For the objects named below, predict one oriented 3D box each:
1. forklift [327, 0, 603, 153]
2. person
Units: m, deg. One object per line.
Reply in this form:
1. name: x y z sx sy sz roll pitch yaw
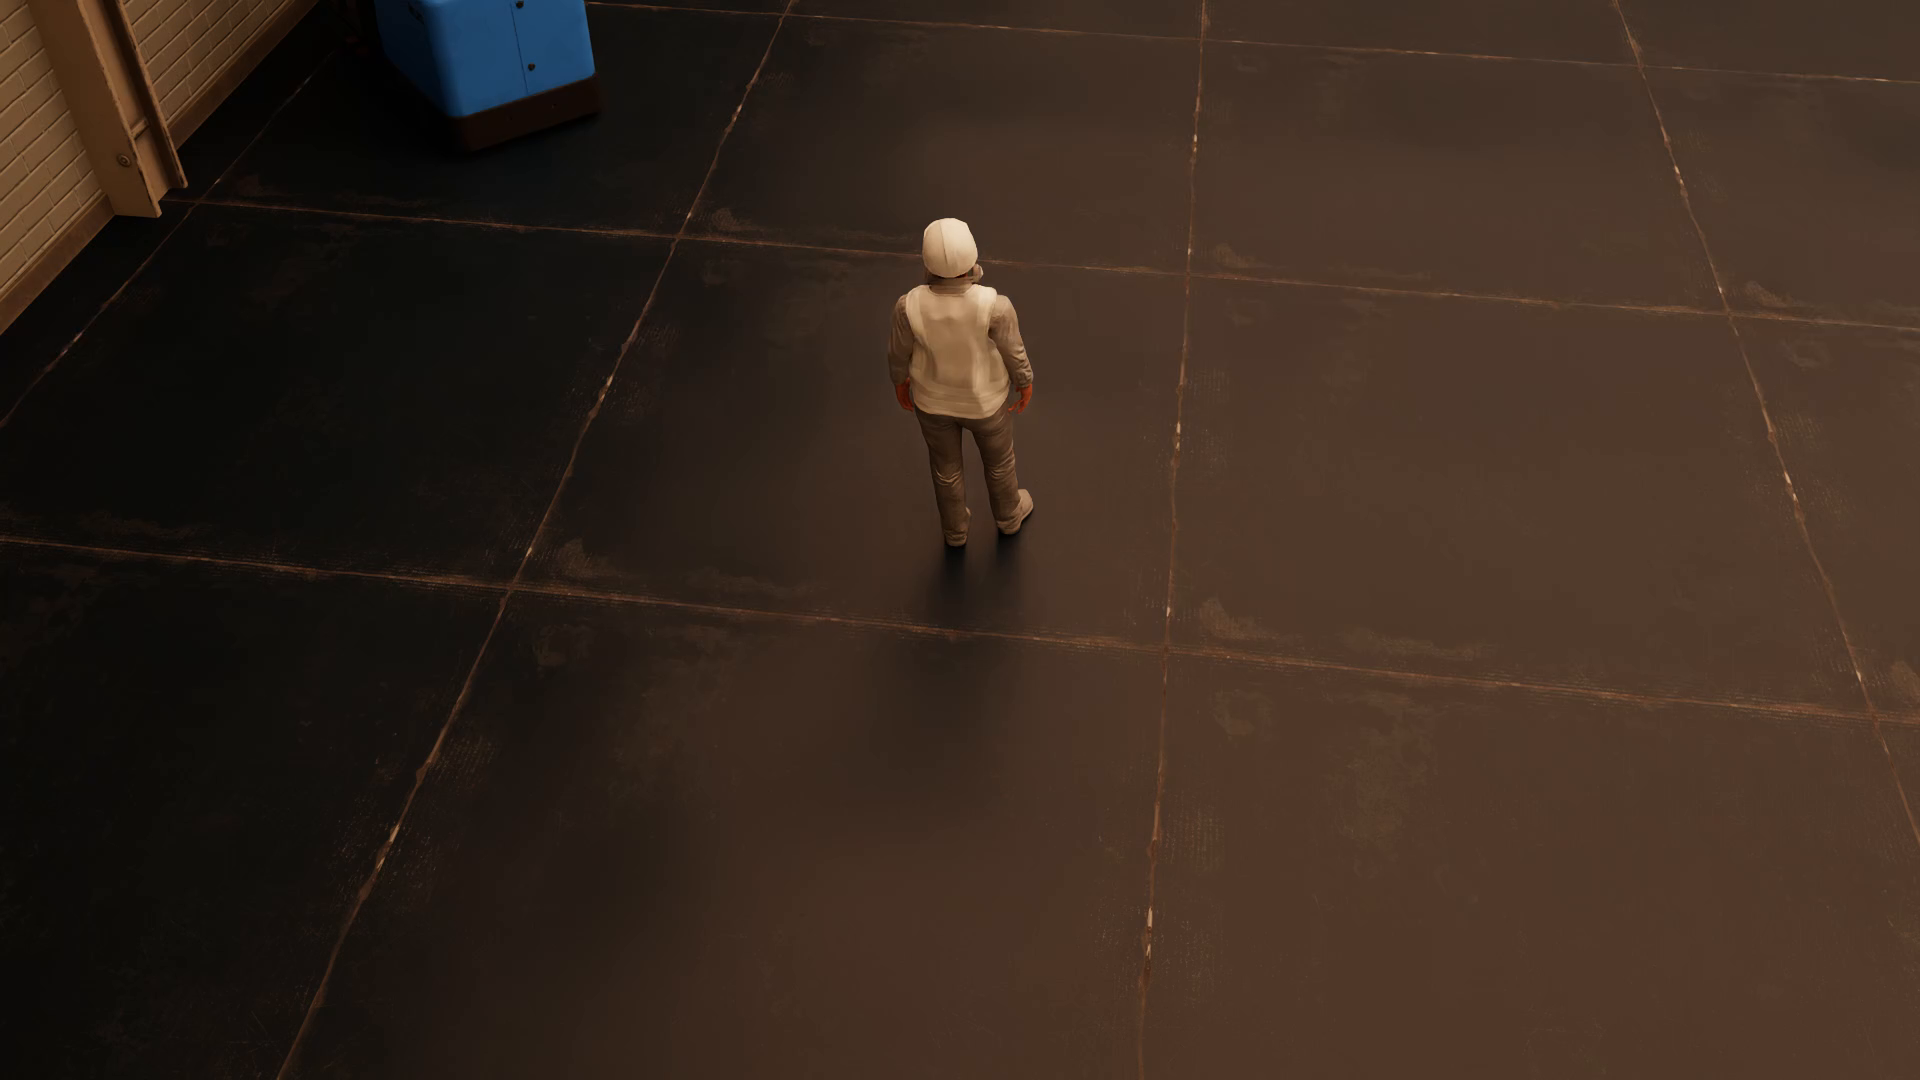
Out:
1. forklift: -3.616 -4.458 10.578 1.130 2.935 3.031 -27 49 -26
2. person: 0.015 -0.700 7.331 0.634 1.775 0.566 5 43 6
